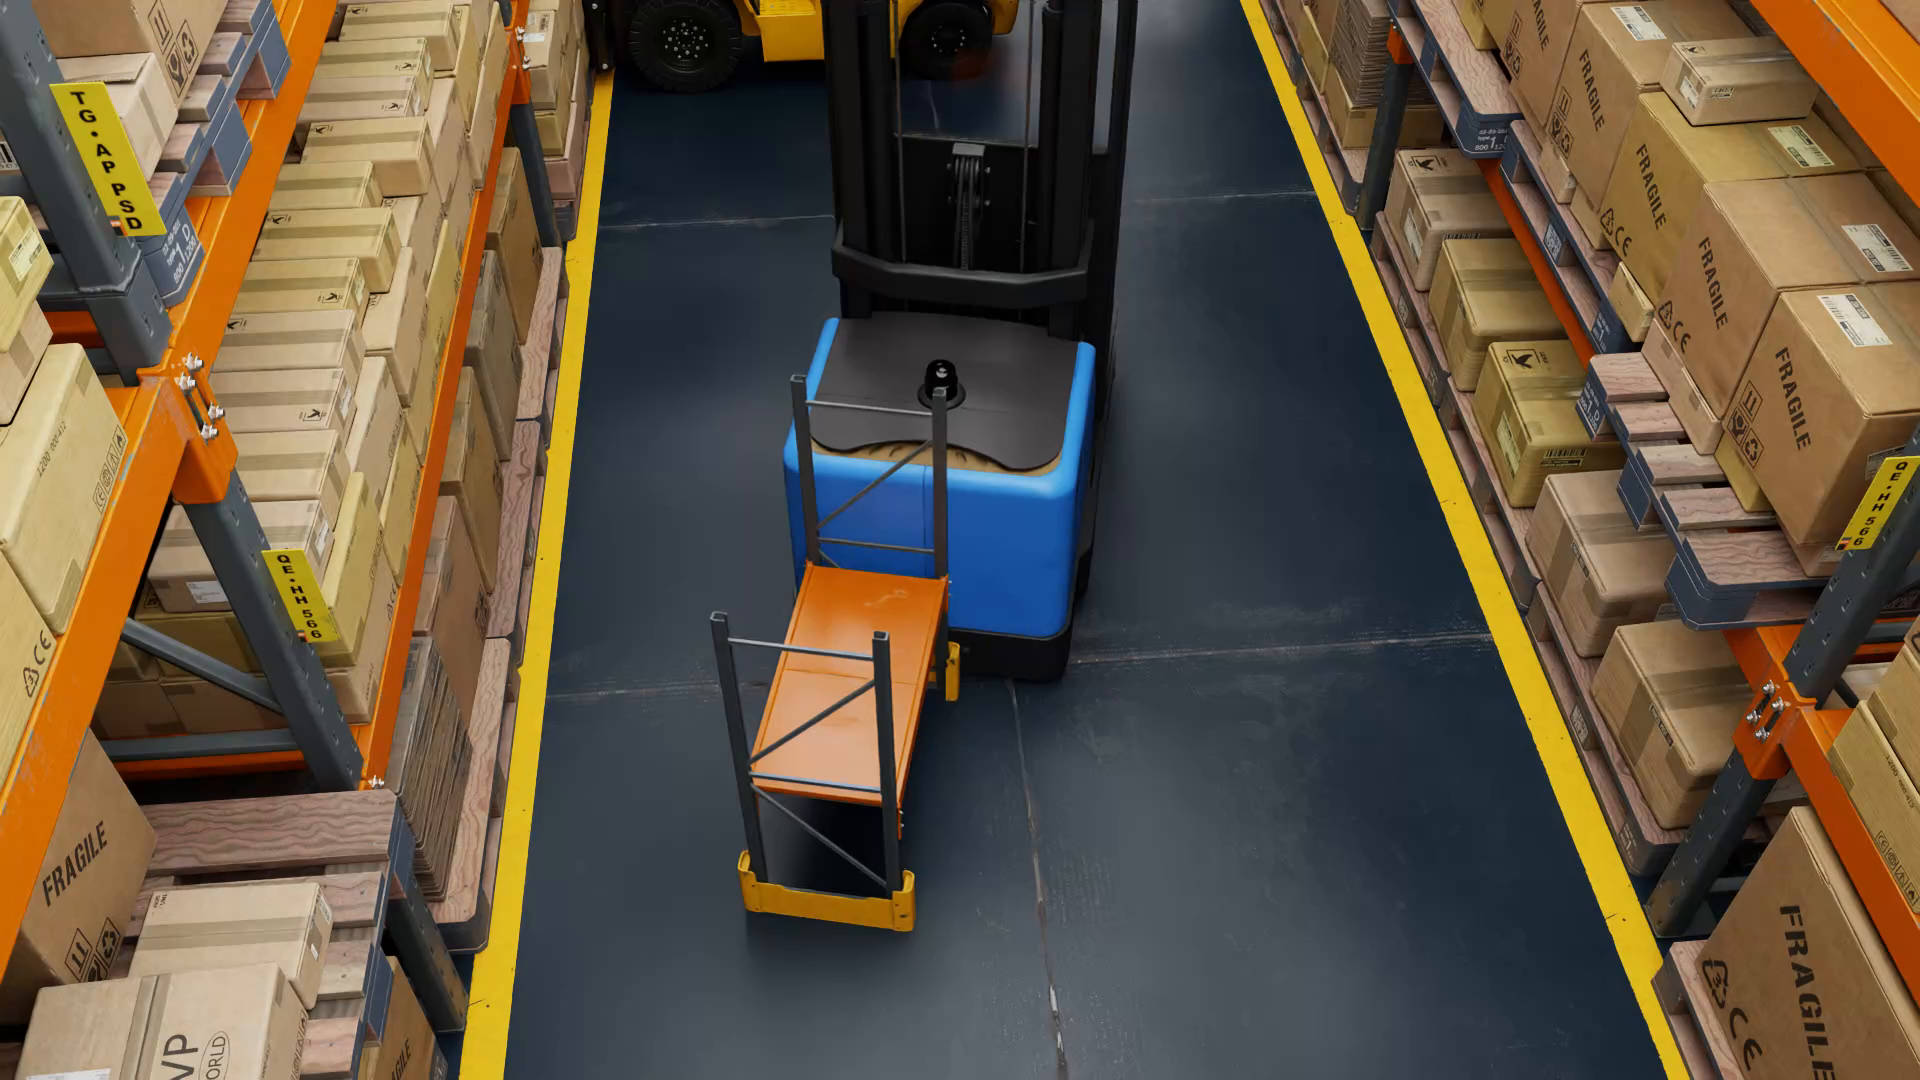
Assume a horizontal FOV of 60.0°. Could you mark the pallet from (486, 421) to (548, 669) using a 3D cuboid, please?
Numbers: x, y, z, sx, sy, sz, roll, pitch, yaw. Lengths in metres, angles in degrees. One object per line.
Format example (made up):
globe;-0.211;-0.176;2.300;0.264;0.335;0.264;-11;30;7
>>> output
pallet;-2.235;0.027;6.716;1.003;0.211;1.213;-3;47;-3

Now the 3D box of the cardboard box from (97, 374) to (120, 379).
cardboard box;-2.519;-0.481;4.760;0.380;0.149;0.250;-4;47;-4

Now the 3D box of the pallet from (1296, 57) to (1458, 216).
pallet;2.414;-2.177;8.803;1.003;0.211;1.213;-3;47;-3

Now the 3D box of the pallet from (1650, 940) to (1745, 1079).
pallet;2.831;1.776;5.059;1.003;0.211;1.213;-3;47;-3

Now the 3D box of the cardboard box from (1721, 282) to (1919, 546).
cardboard box;2.525;-0.351;4.590;0.500;0.500;0.500;-5;47;-4

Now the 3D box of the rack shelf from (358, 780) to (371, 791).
rack shelf;-1.938;2.241;3.194;1.077;0.370;4.000;-3;47;-3

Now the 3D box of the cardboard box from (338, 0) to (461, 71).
cardboard box;-2.029;-1.823;6.032;0.380;0.149;0.250;-5;47;-5

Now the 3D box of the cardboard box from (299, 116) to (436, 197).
cardboard box;-1.955;-1.262;5.500;0.380;0.149;0.250;-5;47;-4

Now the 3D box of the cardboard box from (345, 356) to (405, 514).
cardboard box;-1.940;-0.272;4.837;0.500;0.250;0.500;-2;47;-2

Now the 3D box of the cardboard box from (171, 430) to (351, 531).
cardboard box;-1.862;-0.152;4.449;0.380;0.149;0.250;-3;47;-2

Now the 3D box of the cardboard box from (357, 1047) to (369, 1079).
cardboard box;-1.812;1.381;4.499;0.380;0.149;0.250;-6;47;-5

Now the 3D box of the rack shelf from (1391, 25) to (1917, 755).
rack shelf;2.673;-0.958;6.223;1.077;0.370;4.000;-3;47;-3

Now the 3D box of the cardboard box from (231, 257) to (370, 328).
cardboard box;-1.995;-0.705;4.973;0.380;0.149;0.250;-3;47;-3

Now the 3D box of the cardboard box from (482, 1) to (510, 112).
cardboard box;-2.137;-1.947;6.768;0.500;0.250;0.500;-3;47;-2

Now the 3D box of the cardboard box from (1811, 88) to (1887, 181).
cardboard box;2.932;-1.139;5.336;0.500;0.500;0.500;-3;47;-3

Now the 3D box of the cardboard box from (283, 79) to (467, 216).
cardboard box;-2.057;-1.386;5.892;0.500;0.250;0.500;-3;47;-3

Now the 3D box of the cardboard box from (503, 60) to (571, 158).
cardboard box;-2.173;-2.087;8.057;0.500;0.250;0.500;-4;47;-3

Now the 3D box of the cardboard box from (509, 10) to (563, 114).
cardboard box;-2.168;-2.259;7.876;0.500;0.250;0.500;-4;47;-4

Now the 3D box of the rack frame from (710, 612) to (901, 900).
rack frame;-0.445;0.753;5.140;0.500;1.500;0.032;6;47;6

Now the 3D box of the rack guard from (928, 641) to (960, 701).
rack guard;-0.295;0.467;6.272;0.587;0.250;0.087;6;47;6

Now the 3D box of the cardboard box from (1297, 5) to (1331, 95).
cardboard box;2.134;-2.647;8.932;0.500;0.250;0.500;-5;47;-4

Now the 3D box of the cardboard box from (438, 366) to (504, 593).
cardboard box;-2.263;-0.193;6.349;0.875;0.625;0.625;-5;47;-5

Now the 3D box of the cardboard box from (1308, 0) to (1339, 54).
cardboard box;2.144;-2.888;8.644;0.500;0.500;0.500;-3;47;-3

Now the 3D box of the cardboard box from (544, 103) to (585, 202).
cardboard box;-2.151;-1.917;8.240;0.500;0.250;0.500;-3;47;-3

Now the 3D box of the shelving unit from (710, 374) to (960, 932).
shelving unit;-0.370;0.395;5.480;0.587;1.500;1.083;6;47;6

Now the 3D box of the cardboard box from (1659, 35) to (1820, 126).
cardboard box;2.422;-1.429;5.164;0.380;0.149;0.250;-6;47;-5

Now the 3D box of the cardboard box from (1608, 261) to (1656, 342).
cardboard box;2.368;-0.789;5.451;0.380;0.149;0.250;-3;47;-3

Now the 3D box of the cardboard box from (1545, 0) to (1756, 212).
cardboard box;2.383;-1.484;5.663;0.500;0.500;0.500;-5;47;-5

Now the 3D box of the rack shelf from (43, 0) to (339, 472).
rack shelf;-2.273;-1.685;4.846;1.077;0.370;4.000;-3;47;-3

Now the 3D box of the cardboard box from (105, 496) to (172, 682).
cardboard box;-2.420;0.118;4.468;0.500;0.250;0.500;-3;47;-2

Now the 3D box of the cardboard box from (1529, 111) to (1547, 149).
cardboard box;2.348;-1.542;6.164;0.380;0.149;0.250;-3;47;-3

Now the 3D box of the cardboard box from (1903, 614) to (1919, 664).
cardboard box;2.638;0.236;3.840;0.500;0.500;0.500;-5;47;-5

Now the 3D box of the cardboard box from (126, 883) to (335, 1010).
cardboard box;-1.668;0.940;3.814;0.380;0.149;0.250;-3;47;-3

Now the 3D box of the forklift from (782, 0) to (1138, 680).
forklift;0.102;-1.560;6.346;1.130;2.935;3.031;6;47;6

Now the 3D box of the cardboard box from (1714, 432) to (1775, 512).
cardboard box;2.484;-0.228;4.921;0.380;0.149;0.250;-3;47;-3

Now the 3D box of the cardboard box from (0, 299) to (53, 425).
cardboard box;-1.836;-0.329;2.894;0.380;0.149;0.250;-3;47;-2

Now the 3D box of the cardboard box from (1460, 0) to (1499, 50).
cardboard box;2.249;-2.110;6.702;0.380;0.149;0.250;-3;47;-2

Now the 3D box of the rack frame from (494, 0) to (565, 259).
rack frame;-2.440;-2.348;7.044;1.000;3.000;0.127;-3;47;-3

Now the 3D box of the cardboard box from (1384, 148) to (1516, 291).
cardboard box;2.552;-1.513;7.775;0.950;0.372;0.625;-3;47;-3

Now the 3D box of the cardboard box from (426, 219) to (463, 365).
cardboard box;-2.028;-0.850;5.729;0.500;0.250;0.500;-2;47;-2

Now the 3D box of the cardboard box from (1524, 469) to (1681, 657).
cardboard box;2.733;0.059;6.286;0.950;0.372;0.625;-4;47;-4

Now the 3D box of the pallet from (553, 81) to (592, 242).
pallet;-2.465;-1.967;8.604;1.003;0.211;1.213;-3;47;-3

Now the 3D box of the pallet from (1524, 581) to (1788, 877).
pallet;2.777;0.636;6.139;1.003;0.211;1.213;-3;47;-3

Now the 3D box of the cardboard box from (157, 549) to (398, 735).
cardboard box;-1.899;0.262;4.676;0.500;0.250;0.500;-3;47;-3

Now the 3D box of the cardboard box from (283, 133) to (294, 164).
cardboard box;-2.590;-1.349;5.857;0.500;0.250;0.500;-5;47;-4

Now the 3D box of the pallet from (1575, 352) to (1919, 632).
pallet;2.675;-0.201;5.143;1.213;0.211;1.003;-3;47;-3

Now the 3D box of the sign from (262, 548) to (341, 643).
sign;-1.565;0.136;3.949;0.100;0.325;0.005;-3;47;-3
